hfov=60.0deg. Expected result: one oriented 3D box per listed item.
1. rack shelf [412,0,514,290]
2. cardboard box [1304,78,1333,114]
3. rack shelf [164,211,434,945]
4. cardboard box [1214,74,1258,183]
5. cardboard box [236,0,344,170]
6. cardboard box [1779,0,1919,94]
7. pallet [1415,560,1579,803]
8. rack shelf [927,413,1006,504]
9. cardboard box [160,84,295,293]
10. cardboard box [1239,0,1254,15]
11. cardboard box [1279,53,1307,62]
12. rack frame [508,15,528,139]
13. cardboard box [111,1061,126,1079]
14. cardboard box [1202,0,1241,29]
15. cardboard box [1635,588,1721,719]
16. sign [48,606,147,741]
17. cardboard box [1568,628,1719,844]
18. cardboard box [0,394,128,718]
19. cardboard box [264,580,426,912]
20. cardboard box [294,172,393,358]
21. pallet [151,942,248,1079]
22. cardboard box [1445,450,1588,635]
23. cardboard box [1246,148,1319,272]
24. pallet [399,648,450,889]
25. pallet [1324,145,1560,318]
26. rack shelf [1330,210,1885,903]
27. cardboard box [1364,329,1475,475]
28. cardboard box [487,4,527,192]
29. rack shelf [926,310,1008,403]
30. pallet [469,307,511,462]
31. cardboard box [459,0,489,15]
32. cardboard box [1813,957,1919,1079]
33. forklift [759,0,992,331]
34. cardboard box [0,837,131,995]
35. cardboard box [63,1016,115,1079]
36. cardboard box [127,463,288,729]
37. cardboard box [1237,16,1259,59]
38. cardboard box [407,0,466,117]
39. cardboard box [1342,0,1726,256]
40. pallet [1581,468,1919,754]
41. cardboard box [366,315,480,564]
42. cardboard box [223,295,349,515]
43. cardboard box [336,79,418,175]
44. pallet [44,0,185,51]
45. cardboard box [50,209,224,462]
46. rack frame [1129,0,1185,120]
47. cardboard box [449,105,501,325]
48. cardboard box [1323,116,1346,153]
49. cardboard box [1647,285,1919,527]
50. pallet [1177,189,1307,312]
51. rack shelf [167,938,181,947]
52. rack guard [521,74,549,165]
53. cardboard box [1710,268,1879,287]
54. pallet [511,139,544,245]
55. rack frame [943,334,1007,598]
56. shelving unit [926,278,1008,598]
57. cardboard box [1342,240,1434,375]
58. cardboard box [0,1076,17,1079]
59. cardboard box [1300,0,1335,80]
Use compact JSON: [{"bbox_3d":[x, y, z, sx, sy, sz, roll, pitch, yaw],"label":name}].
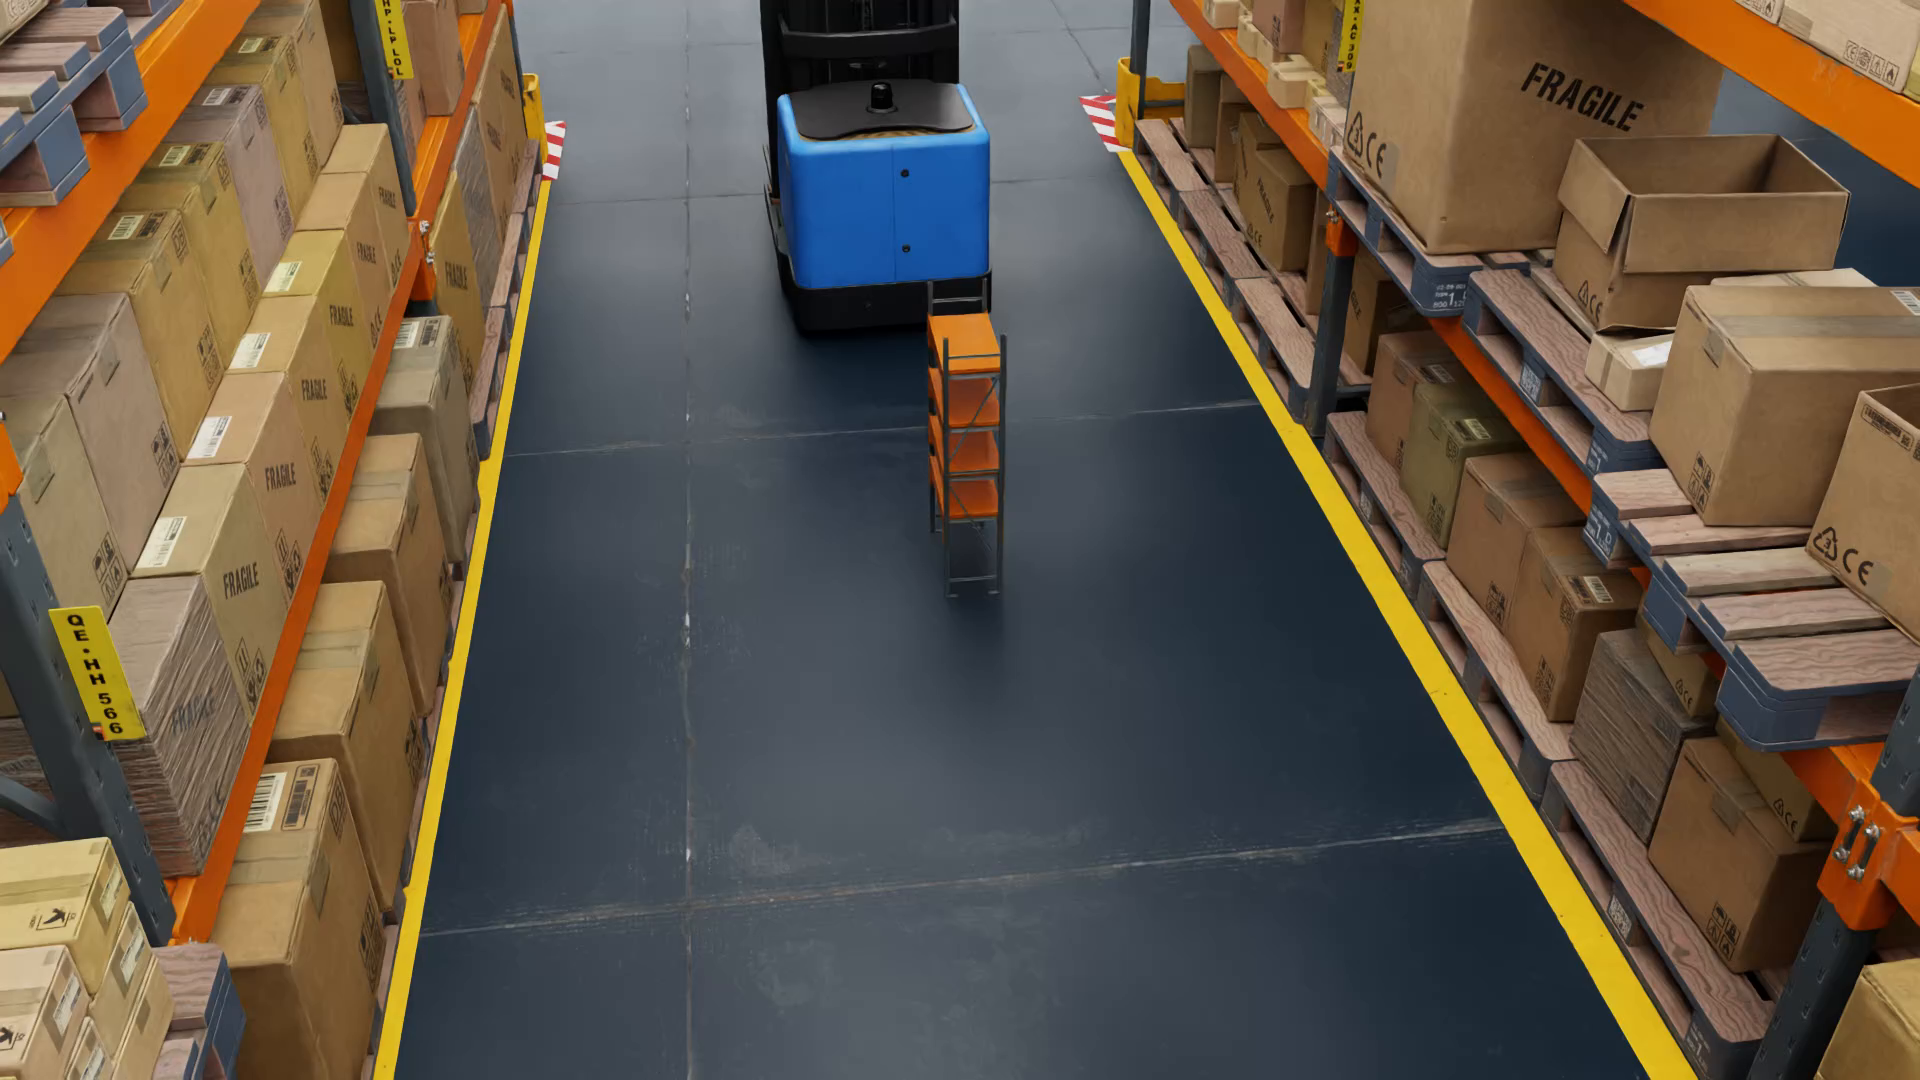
[{"bbox_3d":[-3.026,-2.295,8.593,1.077,0.370,4.000,-4,35,-6],"label":"rack shelf"},{"bbox_3d":[1.853,-2.074,7.853,0.380,0.149,0.250,-4,35,-6],"label":"cardboard box"},{"bbox_3d":[-2.488,-0.063,5.318,1.077,0.370,4.000,-4,35,-6],"label":"rack shelf"},{"bbox_3d":[1.815,-2.488,10.083,0.500,0.500,0.500,4,35,6],"label":"cardboard box"},{"bbox_3d":[-2.684,-1.654,6.037,0.700,0.500,0.500,-5,35,-7],"label":"cardboard box"},{"bbox_3d":[2.322,-1.264,3.910,0.500,0.250,0.500,-4,35,-7],"label":"cardboard box"},{"bbox_3d":[2.445,0.473,6.368,1.003,0.211,1.213,-4,35,-6],"label":"pallet"},{"bbox_3d":[0.022,-0.348,6.814,0.258,0.148,0.480,-4,35,-6],"label":"rack shelf"},{"bbox_3d":[-2.546,-1.085,5.202,0.700,0.500,0.500,-4,34,-6],"label":"cardboard box"},{"bbox_3d":[1.947,-3.051,8.710,0.875,0.500,0.500,-4,35,-6],"label":"cardboard box"},{"bbox_3d":[1.806,-2.354,8.264,0.380,0.149,0.250,-4,35,-6],"label":"cardboard box"},{"bbox_3d":[-3.295,-3.708,10.028,1.000,3.000,0.127,-4,35,-6],"label":"rack frame"},{"bbox_3d":[-1.666,1.065,2.873,0.380,0.149,0.250,-4,35,-7],"label":"cardboard box"},{"bbox_3d":[1.541,-2.902,9.068,0.380,0.149,0.250,-4,35,-6],"label":"cardboard box"},{"bbox_3d":[2.508,0.311,5.293,0.500,0.250,0.500,-1,34,-1],"label":"cardboard box"},{"bbox_3d":[-1.683,0.264,3.242,0.100,0.325,0.005,-4,35,-6],"label":"sign"},{"bbox_3d":[2.512,0.607,5.525,0.700,0.500,0.500,-7,35,-10],"label":"cardboard box"},{"bbox_3d":[-2.270,0.050,3.536,0.700,0.500,0.500,-5,35,-7],"label":"cardboard box"},{"bbox_3d":[-2.333,0.678,5.217,1.050,0.750,0.750,-4,34,-6],"label":"cardboard box"},{"bbox_3d":[-2.354,-0.965,5.913,0.500,0.500,0.500,-5,35,-7],"label":"cardboard box"},{"bbox_3d":[-2.018,1.225,2.960,1.213,0.211,1.003,-4,35,-6],"label":"pallet"},{"bbox_3d":[2.354,-0.020,6.445,0.700,0.500,0.500,-7,35,-10],"label":"cardboard box"},{"bbox_3d":[1.911,-1.822,9.107,0.500,0.500,0.500,-7,35,-11],"label":"cardboard box"},{"bbox_3d":[-2.411,0.783,5.913,1.003,0.211,1.213,-4,35,-6],"label":"pallet"},{"bbox_3d":[2.130,-1.279,6.633,1.003,0.211,1.213,-4,35,-6],"label":"pallet"},{"bbox_3d":[2.440,-0.382,5.786,1.077,0.370,4.000,-4,35,-6],"label":"rack shelf"},{"bbox_3d":[2.233,-0.600,7.296,0.700,0.500,0.500,-7,35,-10],"label":"cardboard box"},{"bbox_3d":[-3.138,-2.631,9.960,0.875,0.875,0.875,-4,34,-6],"label":"cardboard box"},{"bbox_3d":[0.022,-0.728,6.555,0.258,0.148,0.480,-4,35,-6],"label":"rack shelf"},{"bbox_3d":[-2.782,-0.754,8.169,1.003,0.211,1.213,-4,35,-6],"label":"pallet"},{"bbox_3d":[-3.105,-3.262,9.239,0.875,0.550,0.550,-4,35,-6],"label":"cardboard box"},{"bbox_3d":[2.782,1.528,3.859,1.225,0.875,0.875,-6,35,-9],"label":"cardboard box"},{"bbox_3d":[-0.591,-3.132,9.243,1.130,2.935,3.031,-6,35,-8],"label":"forklift"},{"bbox_3d":[-1.699,0.679,2.912,0.380,0.149,0.250,-6,35,-8],"label":"cardboard box"},{"bbox_3d":[-1.664,0.953,2.774,0.380,0.149,0.250,-3,34,-5],"label":"cardboard box"},{"bbox_3d":[-2.083,0.160,4.263,0.500,0.500,0.500,-5,35,-7],"label":"cardboard box"},{"bbox_3d":[1.664,-2.628,8.665,0.380,0.149,0.250,-4,35,-6],"label":"cardboard box"},{"bbox_3d":[-2.871,-2.359,7.914,0.875,0.550,0.550,-4,35,-6],"label":"cardboard box"},{"bbox_3d":[2.140,-1.763,6.268,1.000,1.000,1.000,-4,34,-6],"label":"cardboard box"},{"bbox_3d":[2.508,0.126,4.572,1.213,0.211,1.003,-4,35,-6],"label":"pallet"},{"bbox_3d":[-2.584,-0.381,6.770,1.050,0.750,0.750,-5,35,-7],"label":"cardboard box"},{"bbox_3d":[-2.215,-0.400,5.084,0.500,0.500,0.500,-5,35,-7],"label":"cardboard box"},{"bbox_3d":[-2.818,-1.743,7.011,0.875,0.550,0.550,-4,35,-6],"label":"cardboard box"},{"bbox_3d":[-2.512,-1.385,4.123,1.003,0.211,1.213,-3,34,-4],"label":"pallet"},{"bbox_3d":[-2.410,-0.518,4.370,0.700,0.500,0.500,-5,35,-7],"label":"cardboard box"},{"bbox_3d":[1.634,-4.028,10.497,1.000,3.000,0.127,-4,35,-6],"label":"rack frame"},{"bbox_3d":[-2.897,-1.631,8.493,0.875,0.875,0.875,-4,34,-6],"label":"cardboard box"},{"bbox_3d":[1.851,-1.789,7.435,0.380,0.149,0.250,-4,35,-6],"label":"cardboard box"},{"bbox_3d":[2.423,-0.381,4.683,0.700,0.500,0.500,0,34,1],"label":"cardboard box"},{"bbox_3d":[1.879,-1.698,9.554,1.003,0.211,1.213,-4,35,-6],"label":"pallet"},{"bbox_3d":[-1.950,2.169,2.042,1.077,0.370,4.000,-4,35,-6],"label":"rack shelf"},{"bbox_3d":[-3.298,-2.689,10.752,1.175,0.500,0.348,-4,35,-6],"label":"rack guard"},{"bbox_3d":[2.712,-0.628,5.268,0.500,0.250,0.500,-5,35,-8],"label":"cardboard box"},{"bbox_3d":[-3.110,-2.116,10.167,1.003,0.211,1.213,-4,35,-6],"label":"pallet"},{"bbox_3d":[0.055,-0.267,6.577,0.240,1.200,0.015,-4,35,-6],"label":"rack frame"},{"bbox_3d":[0.022,-0.403,6.777,0.258,1.200,0.503,-4,35,-6],"label":"shelving unit"},{"bbox_3d":[2.157,-1.162,8.139,0.500,0.500,0.500,-5,35,-8],"label":"cardboard box"},{"bbox_3d":[-1.632,0.965,2.492,0.380,0.149,0.250,-3,34,-5],"label":"cardboard box"},{"bbox_3d":[2.140,-2.497,7.898,0.875,0.500,0.500,-4,35,-6],"label":"cardboard box"}]
